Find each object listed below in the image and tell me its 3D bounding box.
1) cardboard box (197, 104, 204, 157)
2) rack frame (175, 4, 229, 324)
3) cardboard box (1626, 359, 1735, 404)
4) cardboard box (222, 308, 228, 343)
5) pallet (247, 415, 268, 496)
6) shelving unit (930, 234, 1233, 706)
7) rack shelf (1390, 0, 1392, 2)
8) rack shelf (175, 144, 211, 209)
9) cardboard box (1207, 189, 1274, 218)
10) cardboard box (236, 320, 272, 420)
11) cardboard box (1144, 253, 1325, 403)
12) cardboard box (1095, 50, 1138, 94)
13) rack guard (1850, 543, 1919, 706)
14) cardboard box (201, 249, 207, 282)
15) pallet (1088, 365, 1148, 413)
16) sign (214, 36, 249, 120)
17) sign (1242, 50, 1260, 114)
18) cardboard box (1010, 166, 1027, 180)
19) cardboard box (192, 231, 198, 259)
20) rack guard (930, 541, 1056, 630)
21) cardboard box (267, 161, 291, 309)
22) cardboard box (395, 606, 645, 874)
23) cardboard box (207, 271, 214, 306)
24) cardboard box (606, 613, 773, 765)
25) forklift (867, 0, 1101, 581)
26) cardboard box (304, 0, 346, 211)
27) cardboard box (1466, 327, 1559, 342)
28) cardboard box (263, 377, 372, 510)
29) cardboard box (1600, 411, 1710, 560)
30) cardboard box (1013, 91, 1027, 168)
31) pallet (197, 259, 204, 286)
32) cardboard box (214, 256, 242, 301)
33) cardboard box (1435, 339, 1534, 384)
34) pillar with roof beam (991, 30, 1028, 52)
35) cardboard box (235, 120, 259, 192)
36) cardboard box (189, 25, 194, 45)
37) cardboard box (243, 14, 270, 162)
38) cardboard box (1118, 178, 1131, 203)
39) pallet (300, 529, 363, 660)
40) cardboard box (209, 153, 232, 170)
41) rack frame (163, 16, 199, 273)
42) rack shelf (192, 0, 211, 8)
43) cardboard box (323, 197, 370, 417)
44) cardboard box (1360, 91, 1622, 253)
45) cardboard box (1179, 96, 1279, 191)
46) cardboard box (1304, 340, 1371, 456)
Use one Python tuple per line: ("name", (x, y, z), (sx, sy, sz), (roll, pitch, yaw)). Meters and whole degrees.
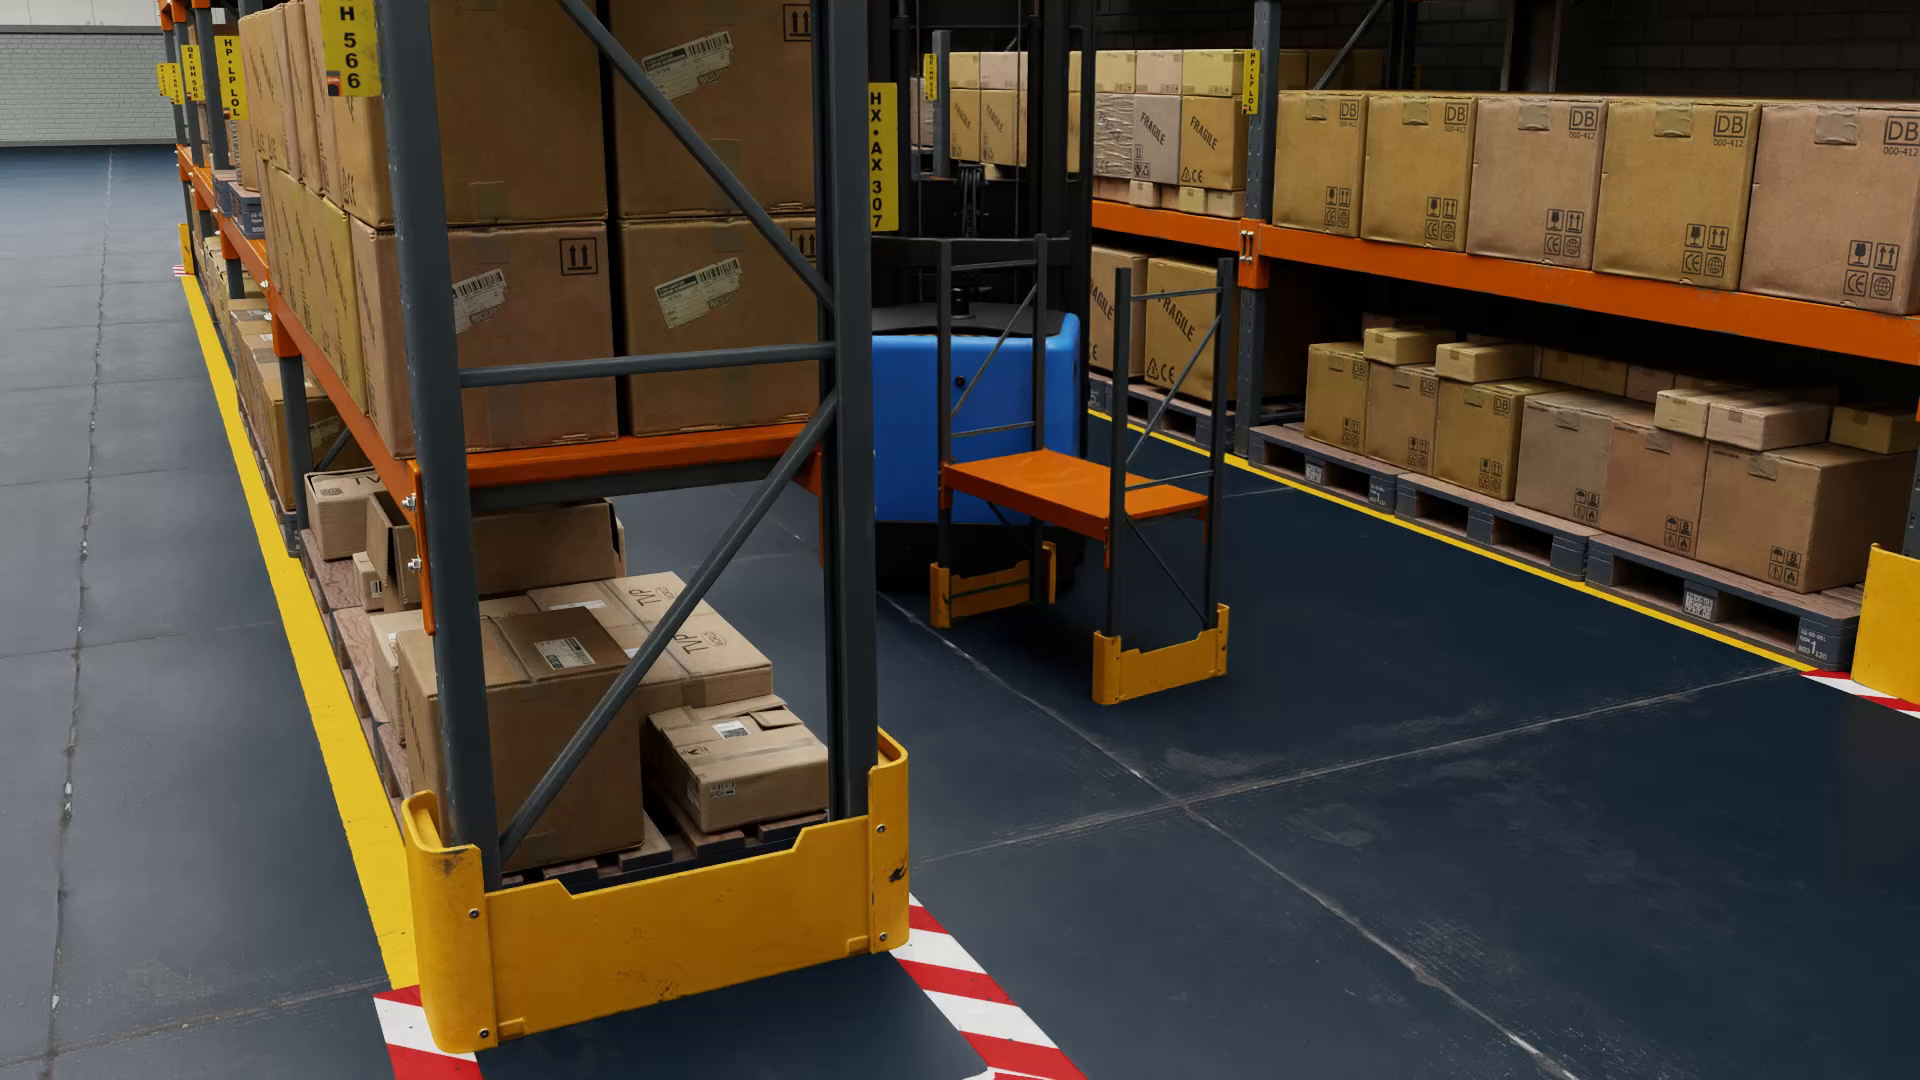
("cardboard box", (-6.584, -3.764, 15.248), (0.700, 0.500, 0.500), (-7, 18, -24))
("rack frame", (-5.931, -3.352, 13.993), (1.000, 3.000, 0.127), (-8, 18, -25))
("cardboard box", (3.171, -0.693, 7.323), (0.380, 0.149, 0.250), (-7, 18, -24))
("cardboard box", (-5.075, -1.594, 12.090), (0.500, 0.250, 0.500), (-7, 18, -24))
("pallet", (-3.355, -0.528, 9.208), (1.003, 0.211, 1.213), (-8, 18, -25))
("shelving unit", (0.426, -0.311, 6.117), (0.587, 1.500, 1.083), (-11, 19, -34))
("rack shelf", (1.149, -3.560, 10.583), (1.077, 0.370, 4.000), (-8, 18, -25))
("rack shelf", (-6.807, -3.502, 15.820), (1.077, 0.370, 4.000), (-8, 18, -25))
("cardboard box", (1.622, -1.906, 9.375), (0.380, 0.149, 0.250), (-7, 18, -24))
("cardboard box", (-3.787, -0.969, 9.422), (0.500, 0.500, 0.500), (-8, 18, -26))
("cardboard box", (1.623, -1.282, 9.915), (0.750, 0.750, 0.750), (-7, 18, -24))
("cardboard box", (1.152, -2.868, 10.191), (0.500, 0.250, 0.500), (-7, 18, -24))
("rack guard", (3.788, 0.231, 6.038), (1.175, 0.500, 0.348), (-8, 18, -25))
("cardboard box", (-6.773, -2.568, 15.485), (0.500, 0.250, 0.500), (-8, 18, -25))
("pallet", (1.081, -1.113, 11.245), (1.003, 0.211, 1.213), (-8, 18, -25))
("sign", (-2.924, -1.857, 6.684), (0.100, 0.325, 0.005), (-8, 18, -25))
("sign", (1.542, -2.418, 8.784), (0.100, 0.325, 0.005), (-8, 18, -25))
("cardboard box", (0.573, -2.552, 11.624), (0.380, 0.149, 0.250), (-8, 18, -25))
("cardboard box", (-7.648, -3.064, 17.214), (0.500, 0.250, 0.500), (-8, 18, -25))
("rack guard", (0.137, 0.178, 6.679), (0.587, 0.250, 0.087), (-11, 19, -34))
("cardboard box", (-2.221, -1.130, 6.071), (0.500, 0.500, 0.500), (-7, 18, -24))
("cardboard box", (-1.134, 0.509, 4.275), (0.500, 0.500, 0.500), (-8, 18, -25))
("cardboard box", (-5.977, -2.102, 13.862), (0.500, 0.250, 0.500), (-8, 18, -26))
("cardboard box", (-0.876, 0.441, 4.964), (0.500, 0.250, 0.500), (-8, 18, -25))
("forklift", (0.101, -1.595, 7.996), (1.130, 2.935, 3.031), (2, 16, 6))
("cardboard box", (-1.338, -1.107, 4.178), (0.500, 0.500, 0.500), (-7, 17, -23))
("cardboard box", (2.724, -0.946, 8.205), (0.380, 0.149, 0.250), (-8, 18, -27))
("cardboard box", (-2.900, -0.466, 7.670), (0.500, 0.500, 0.500), (-8, 18, -25))
("cardboard box", (3.162, -0.262, 6.996), (0.700, 0.500, 0.500), (-8, 18, -25))
("cardboard box", (0.693, -2.755, 11.155), (0.500, 0.500, 0.500), (-8, 18, -25))
("pallet", (-7.311, -2.819, 17.191), (1.003, 0.211, 1.213), (-8, 18, -25))
("cardboard box", (-5.299, -1.988, 12.447), (0.500, 0.311, 0.500), (-7, 17, -23))
("cardboard box", (2.475, -0.846, 7.854), (0.380, 0.149, 0.250), (-8, 18, -26))
("pillar with roof beam", (-3.389, -5.750, 11.473), (9.100, 9.000, 0.400), (-8, 18, -25))
("cardboard box", (-3.256, -2.049, 8.510), (0.700, 0.500, 0.500), (-13, 21, -39))
("cardboard box", (-6.354, -4.258, 14.617), (0.700, 0.500, 0.500), (-8, 18, -25))
("cardboard box", (-2.246, -1.618, 5.958), (0.500, 0.500, 0.500), (-8, 18, -27))
("cardboard box", (1.202, -2.163, 10.268), (0.380, 0.149, 0.250), (-8, 18, -25))
("pallet", (-2.126, 0.143, 6.872), (1.003, 0.211, 1.213), (-8, 18, -25))
("cardboard box", (-5.727, -2.987, 13.176), (0.380, 0.149, 0.250), (-8, 18, -25))
("rack frame", (-7.683, -4.344, 17.449), (1.000, 3.000, 0.127), (-8, 18, -25))
("rack shelf", (-3.303, -2.960, 8.494), (1.077, 0.370, 4.000), (-8, 18, -25))
("cardboard box", (-1.345, -0.631, 4.330), (0.500, 0.500, 0.500), (-7, 18, -24))
("cardboard box", (2.563, -1.794, 8.020), (0.980, 0.700, 0.700), (-8, 18, -26))
("cardboard box", (1.596, -2.252, 9.405), (0.500, 0.500, 0.500), (-8, 18, -26))
("cardboard box", (2.260, -0.770, 8.767), (0.700, 0.500, 0.500), (-7, 18, -24))
